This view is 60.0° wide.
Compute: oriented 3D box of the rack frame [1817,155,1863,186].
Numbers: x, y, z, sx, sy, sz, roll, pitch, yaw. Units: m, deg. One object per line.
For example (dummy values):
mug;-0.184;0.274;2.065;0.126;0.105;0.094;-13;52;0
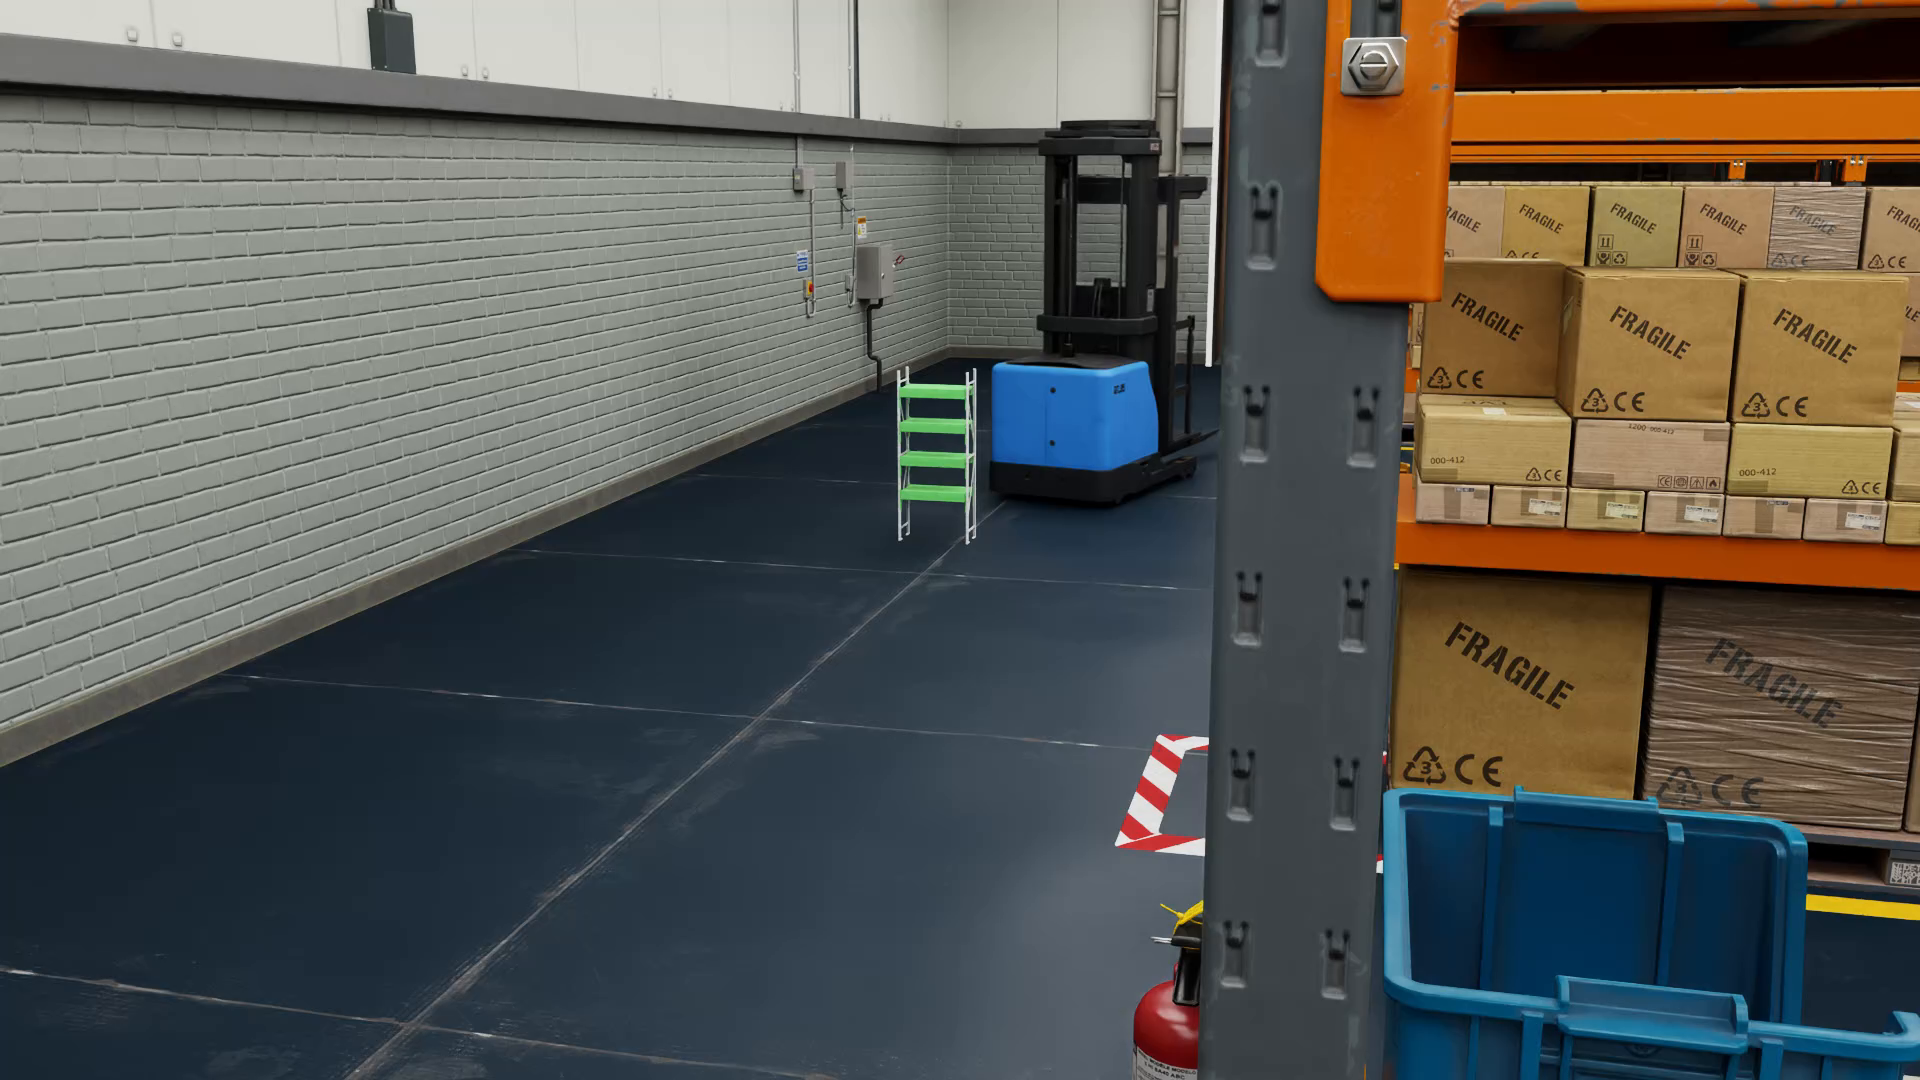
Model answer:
rack frame;7.809;-2.256;14.978;0.127;3.000;1.000;3;13;14

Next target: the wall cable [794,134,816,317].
wall cable;-1.555;-3.263;17.097;0.123;1.953;0.585;3;13;14

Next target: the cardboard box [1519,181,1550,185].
cardboard box;5.228;-3.192;15.160;0.250;0.149;0.380;3;13;14

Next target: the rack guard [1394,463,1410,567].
rack guard;2.911;-0.193;11.451;0.348;0.500;1.175;3;13;14

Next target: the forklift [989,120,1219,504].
forklift;1.376;-1.983;13.905;1.130;2.935;3.031;7;14;28

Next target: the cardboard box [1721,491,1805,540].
cardboard box;2.815;-0.117;5.914;0.250;0.149;0.380;3;13;12

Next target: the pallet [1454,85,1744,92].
pallet;2.274;-1.765;6.042;1.213;0.211;1.003;3;13;14

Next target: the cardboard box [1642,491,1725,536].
cardboard box;2.568;-0.130;5.974;0.250;0.149;0.380;3;13;13

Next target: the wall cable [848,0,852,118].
wall cable;-1.482;-5.787;17.040;0.029;3.000;2.355;3;13;14

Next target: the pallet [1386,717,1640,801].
pallet;2.346;1.006;6.710;1.213;0.211;1.003;3;13;14

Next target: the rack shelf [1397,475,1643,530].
rack shelf;3.493;-0.055;6.102;3.809;0.052;0.919;3;13;14

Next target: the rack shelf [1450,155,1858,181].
rack shelf;5.867;-3.473;15.199;4.000;0.370;1.077;3;13;14

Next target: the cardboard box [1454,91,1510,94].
cardboard box;3.212;-2.732;10.543;0.500;0.250;0.500;4;13;16

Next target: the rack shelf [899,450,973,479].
rack shelf;-0.161;-0.532;11.656;0.480;0.148;0.258;3;13;14

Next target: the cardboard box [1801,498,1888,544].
cardboard box;3.065;-0.103;5.854;0.250;0.149;0.380;3;13;13

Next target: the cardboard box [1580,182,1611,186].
cardboard box;5.699;-3.152;14.976;0.250;0.149;0.380;3;13;12

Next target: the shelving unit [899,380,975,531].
shelving unit;-0.157;-0.594;11.642;0.487;1.046;0.258;3;13;14

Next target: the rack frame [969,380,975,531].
rack frame;0.076;-0.582;11.586;0.006;1.046;0.228;3;13;14

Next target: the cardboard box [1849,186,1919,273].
cardboard box;5.697;-1.886;10.081;0.500;0.500;0.500;3;13;12

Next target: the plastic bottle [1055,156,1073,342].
plastic bottle;7.454;-1.255;10.463;14.526;2.616;20.093;3;13;14

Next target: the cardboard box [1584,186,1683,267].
cardboard box;4.201;-1.964;10.436;0.500;0.500;0.500;3;13;12

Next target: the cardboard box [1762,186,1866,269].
cardboard box;5.203;-1.915;10.214;0.500;0.500;0.500;3;13;15

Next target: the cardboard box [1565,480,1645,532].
cardboard box;2.315;-0.143;6.034;0.250;0.149;0.380;3;13;12

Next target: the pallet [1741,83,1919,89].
pallet;3.462;-1.702;5.759;1.213;0.211;1.003;3;13;14

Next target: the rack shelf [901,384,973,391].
rack shelf;-0.161;-1.053;11.541;0.457;0.021;0.221;3;13;14

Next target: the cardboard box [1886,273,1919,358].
cardboard box;5.680;-1.397;10.188;0.500;0.500;0.500;3;13;12

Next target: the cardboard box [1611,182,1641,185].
cardboard box;5.965;-3.148;14.961;0.250;0.149;0.380;3;13;14

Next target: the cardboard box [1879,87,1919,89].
cardboard box;5.698;-2.598;9.941;0.500;0.250;0.500;3;13;13

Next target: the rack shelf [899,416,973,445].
rack shelf;-0.161;-0.766;11.604;0.480;0.148;0.258;3;13;14

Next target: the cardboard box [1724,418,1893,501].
cardboard box;2.946;-0.318;5.901;0.500;0.250;0.500;3;13;12

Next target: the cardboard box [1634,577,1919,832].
cardboard box;3.075;0.516;6.419;0.875;0.875;0.875;3;13;14

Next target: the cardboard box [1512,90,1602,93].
cardboard box;3.722;-2.704;10.415;0.500;0.250;0.500;3;13;15

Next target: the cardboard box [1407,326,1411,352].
cardboard box;5.682;-2.443;20.612;0.637;0.503;0.797;3;13;11

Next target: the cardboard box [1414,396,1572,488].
cardboard box;1.952;-0.370;6.137;0.500;0.250;0.500;3;13;12

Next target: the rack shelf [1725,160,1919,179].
rack shelf;10.936;-4.310;18.969;4.000;0.370;1.077;3;13;14

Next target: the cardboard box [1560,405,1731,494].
cardboard box;2.459;-0.345;6.021;0.500;0.250;0.500;3;13;13

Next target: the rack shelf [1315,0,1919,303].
rack shelf;2.306;-0.348;1.112;4.000;0.370;1.077;3;13;14

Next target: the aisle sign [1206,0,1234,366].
aisle sign;0.223;-0.549;1.280;0.004;0.787;0.394;3;13;14

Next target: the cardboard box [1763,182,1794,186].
cardboard box;7.204;-3.096;14.724;0.250;0.149;0.380;3;13;15

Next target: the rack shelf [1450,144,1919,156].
rack shelf;4.779;-2.427;10.484;4.000;0.370;1.077;3;13;14

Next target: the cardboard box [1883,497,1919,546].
cardboard box;3.310;-0.090;5.794;0.250;0.149;0.380;3;13;12

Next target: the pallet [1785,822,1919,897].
pallet;3.527;1.070;6.423;1.213;0.211;1.003;3;13;14

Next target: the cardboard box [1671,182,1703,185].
cardboard box;6.462;-3.125;14.858;0.250;0.149;0.380;3;13;13
